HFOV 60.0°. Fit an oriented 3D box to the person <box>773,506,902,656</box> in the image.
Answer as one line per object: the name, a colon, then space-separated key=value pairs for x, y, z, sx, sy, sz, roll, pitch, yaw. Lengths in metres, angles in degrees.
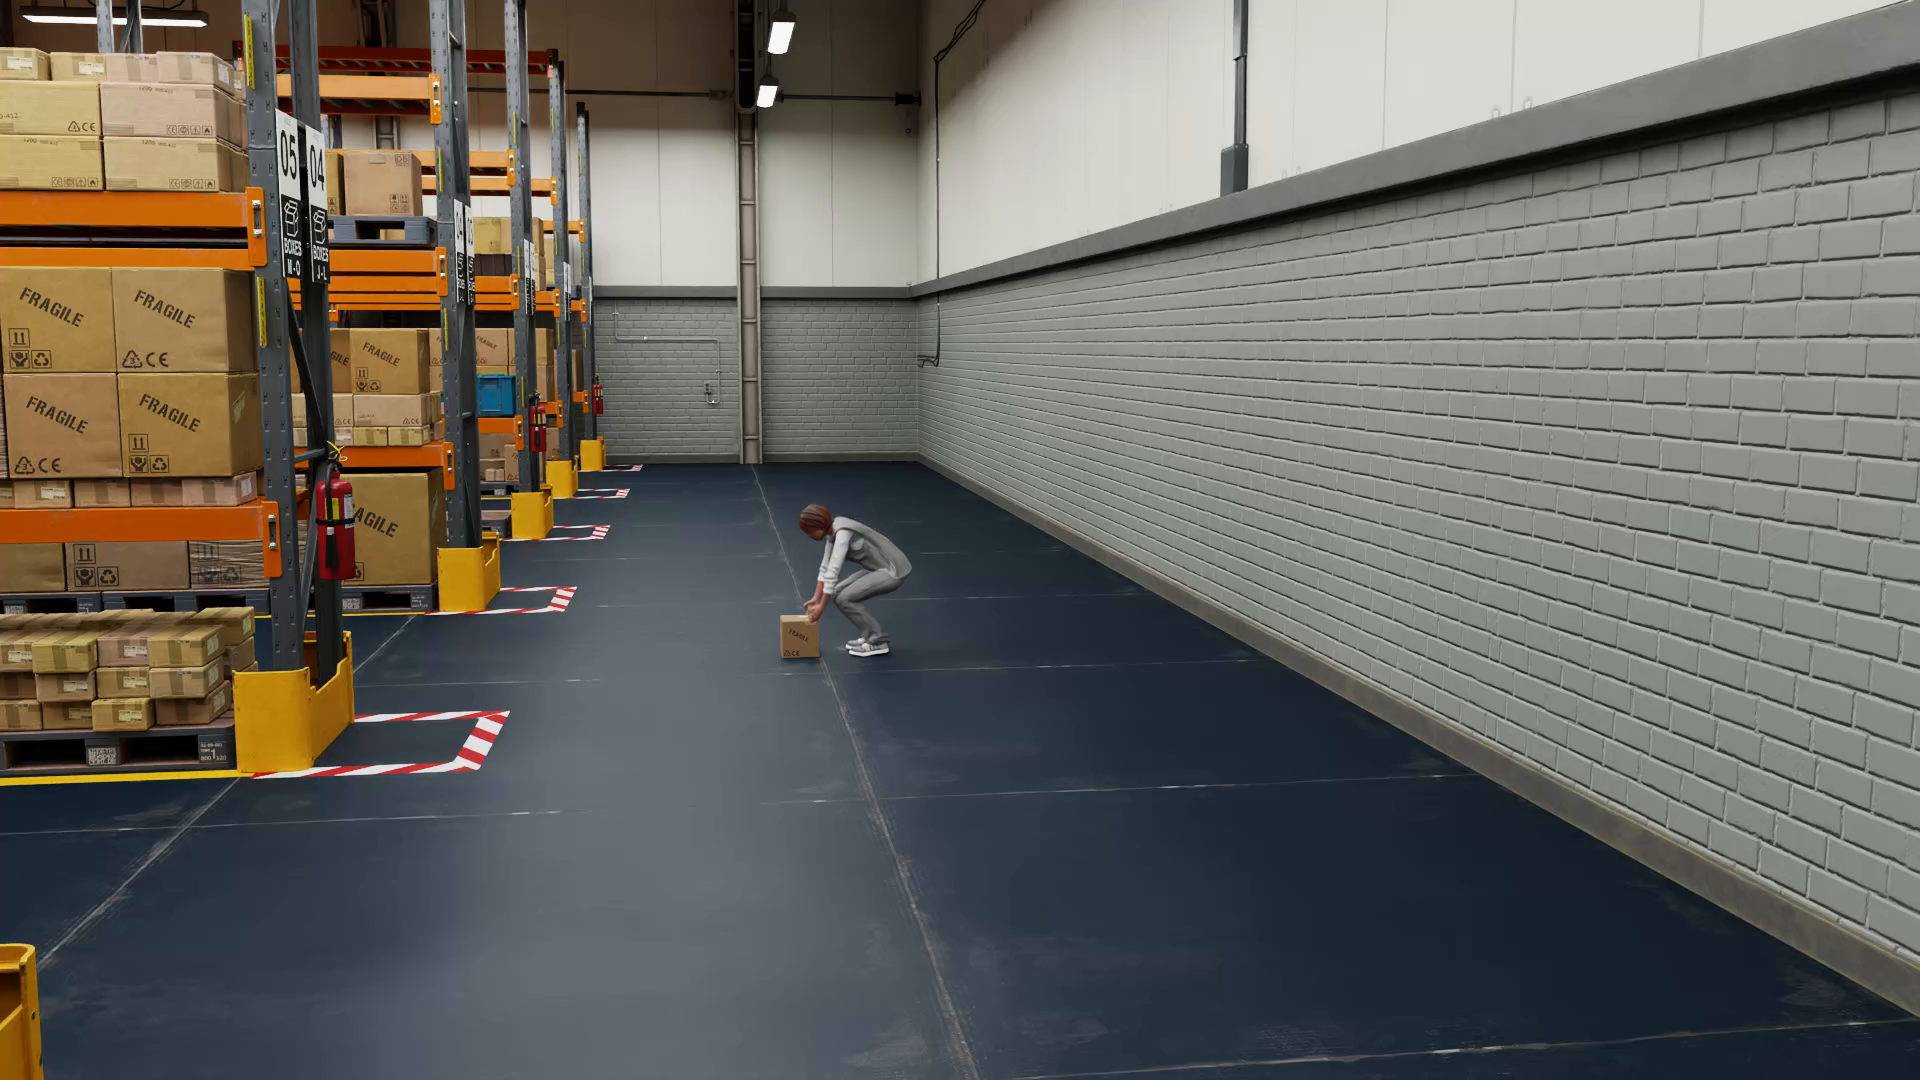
person: x=-0.825 y=0.275 z=11.247 sx=0.871 sy=1.001 sz=0.395 roll=-1 pitch=7 yaw=-11
